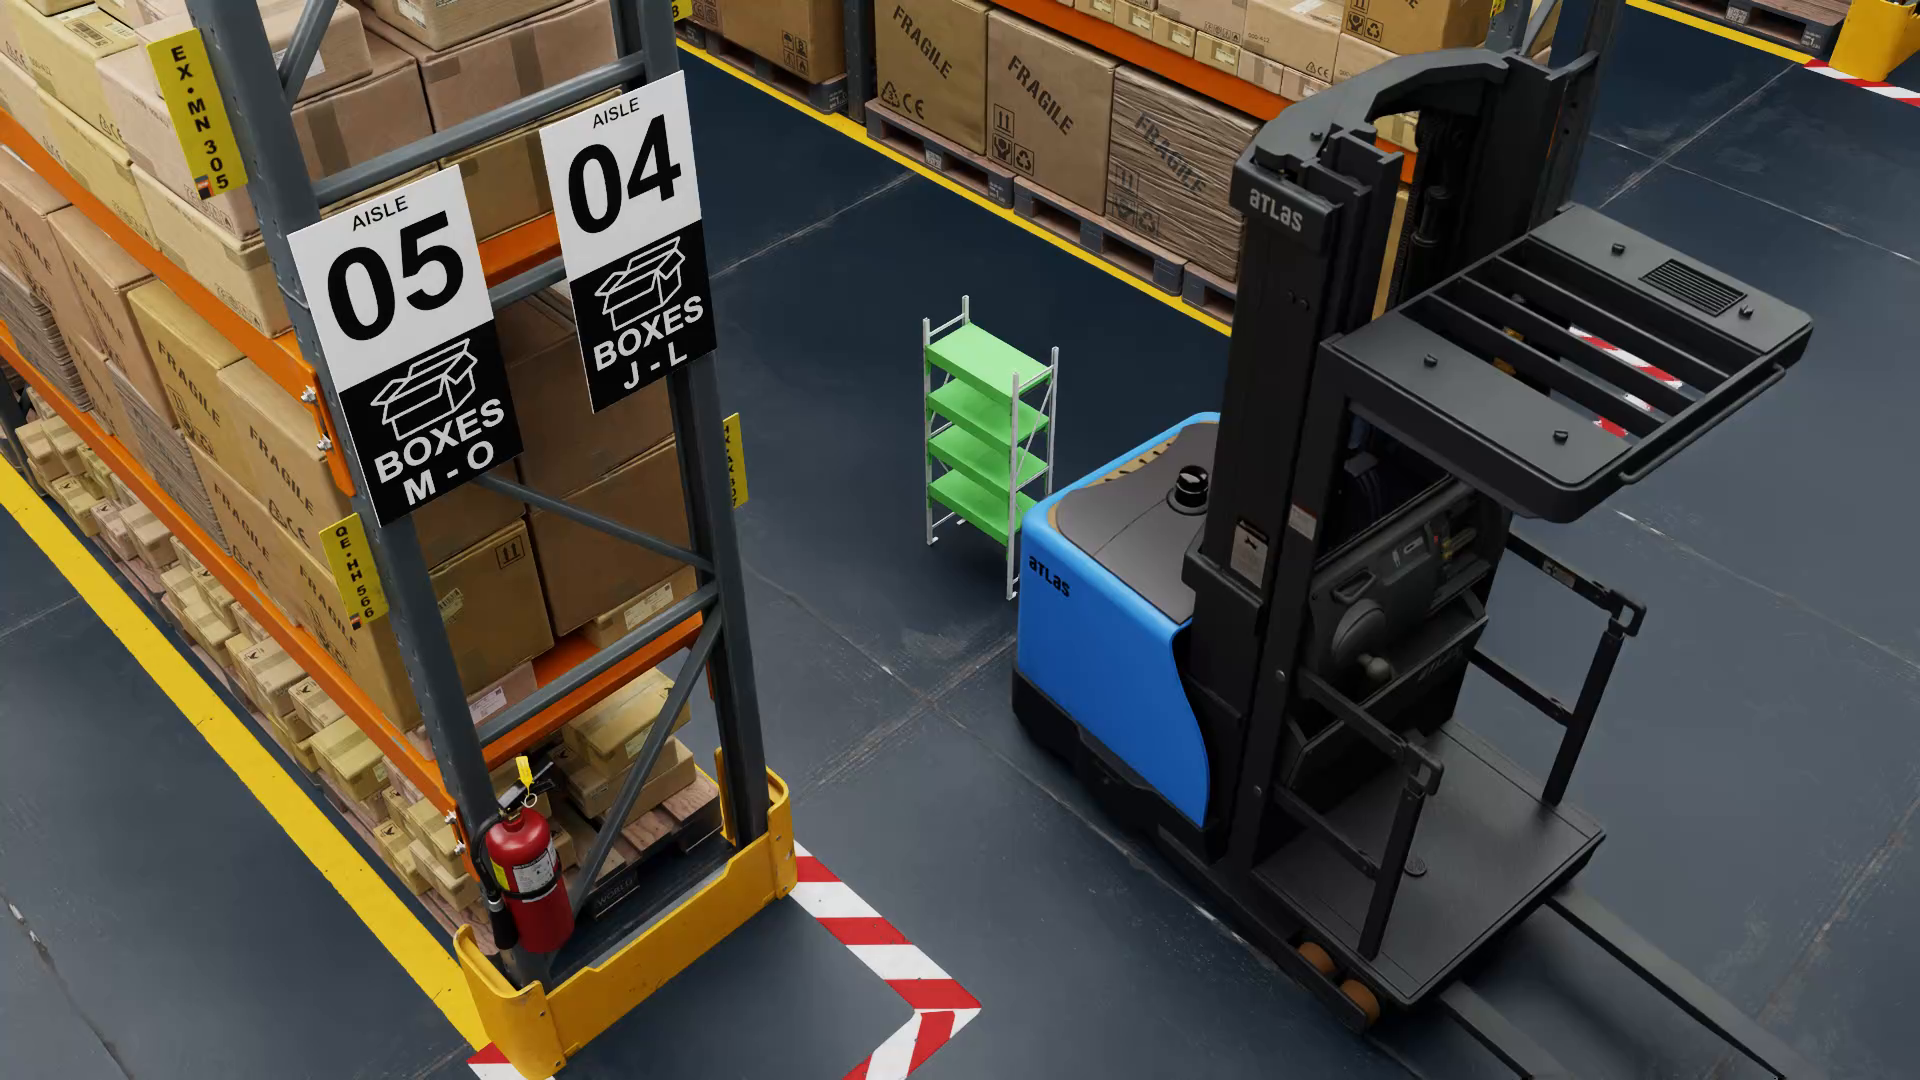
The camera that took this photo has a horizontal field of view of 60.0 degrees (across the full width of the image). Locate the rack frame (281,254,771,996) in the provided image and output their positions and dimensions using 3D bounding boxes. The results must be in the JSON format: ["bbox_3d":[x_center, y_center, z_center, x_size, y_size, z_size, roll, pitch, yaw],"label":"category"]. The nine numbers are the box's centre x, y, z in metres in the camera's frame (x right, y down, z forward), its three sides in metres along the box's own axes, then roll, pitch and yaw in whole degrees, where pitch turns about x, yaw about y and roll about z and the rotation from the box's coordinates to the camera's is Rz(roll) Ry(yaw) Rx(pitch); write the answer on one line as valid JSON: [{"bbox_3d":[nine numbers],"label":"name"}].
[{"bbox_3d":[-1.042,0.364,4.763,1.000,3.000,0.127,-34,53,-31],"label":"rack frame"}]

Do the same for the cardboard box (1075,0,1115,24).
[{"bbox_3d":[0.791,-2.744,8.312,0.250,0.149,0.380,33,52,30],"label":"cardboard box"}]

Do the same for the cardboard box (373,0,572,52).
[{"bbox_3d":[-1.110,-1.277,3.778,0.250,0.149,0.380,34,52,31],"label":"cardboard box"}]

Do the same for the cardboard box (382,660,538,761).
[{"bbox_3d":[-1.473,0.435,4.871,0.380,0.149,0.250,-34,53,-31],"label":"cardboard box"}]

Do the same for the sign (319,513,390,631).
[{"bbox_3d":[-1.449,0.079,3.985,0.100,0.325,0.005,-34,53,-31],"label":"sign"}]

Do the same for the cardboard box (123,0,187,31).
[{"bbox_3d":[-1.605,-1.187,3.679,0.380,0.149,0.250,-33,52,-31],"label":"cardboard box"}]

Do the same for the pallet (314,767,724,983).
[{"bbox_3d":[-1.645,0.944,6.190,1.003,0.211,1.213,-34,53,-31],"label":"pallet"}]

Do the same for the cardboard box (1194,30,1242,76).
[{"bbox_3d":[1.334,-2.376,7.913,0.250,0.149,0.380,33,52,31],"label":"cardboard box"}]

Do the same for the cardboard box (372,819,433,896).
[{"bbox_3d":[-1.815,1.029,5.835,0.380,0.149,0.250,-32,52,-30],"label":"cardboard box"}]

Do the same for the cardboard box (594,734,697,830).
[{"bbox_3d":[-1.186,0.852,6.027,0.380,0.149,0.250,-33,52,-31],"label":"cardboard box"}]

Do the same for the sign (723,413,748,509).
[{"bbox_3d":[-0.658,-0.214,4.751,0.100,0.325,0.005,-34,53,-31],"label":"sign"}]

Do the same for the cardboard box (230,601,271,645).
[{"bbox_3d":[-2.480,0.257,6.232,0.250,0.149,0.380,32,52,30],"label":"cardboard box"}]

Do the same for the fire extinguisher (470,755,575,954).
[{"bbox_3d":[-1.191,0.872,4.546,0.296,0.674,0.183,-34,53,-31],"label":"fire extinguisher"}]

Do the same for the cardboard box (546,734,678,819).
[{"bbox_3d":[-1.230,0.773,5.893,0.380,0.149,0.250,-32,51,-30],"label":"cardboard box"}]

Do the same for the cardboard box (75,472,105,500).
[{"bbox_3d":[-3.595,-0.368,7.128,0.380,0.149,0.250,-34,52,-31],"label":"cardboard box"}]

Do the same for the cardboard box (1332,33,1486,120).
[{"bbox_3d":[2.011,-2.124,7.347,0.500,0.250,0.500,33,52,31],"label":"cardboard box"}]

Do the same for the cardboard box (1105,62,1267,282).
[{"bbox_3d":[1.390,-2.045,8.626,0.875,0.875,0.875,-34,53,-31],"label":"cardboard box"}]

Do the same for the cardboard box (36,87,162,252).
[{"bbox_3d":[-1.916,-1.016,4.157,0.500,0.250,0.500,-34,52,-31],"label":"cardboard box"}]

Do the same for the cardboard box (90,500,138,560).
[{"bbox_3d":[-3.437,-0.114,7.071,0.250,0.149,0.380,34,52,31],"label":"cardboard box"}]

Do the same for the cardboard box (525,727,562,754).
[{"bbox_3d":[-1.451,0.549,5.916,0.380,0.149,0.250,-33,52,-31],"label":"cardboard box"}]

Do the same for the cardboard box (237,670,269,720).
[{"bbox_3d":[-2.527,0.515,6.391,0.380,0.149,0.250,-33,52,-31],"label":"cardboard box"}]

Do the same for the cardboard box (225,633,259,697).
[{"bbox_3d":[-2.528,0.407,6.288,0.380,0.149,0.250,-31,51,-29],"label":"cardboard box"}]

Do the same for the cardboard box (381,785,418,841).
[{"bbox_3d":[-1.763,0.879,5.777,0.250,0.149,0.380,33,52,31],"label":"cardboard box"}]

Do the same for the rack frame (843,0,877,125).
[{"bbox_3d":[-0.284,-3.886,9.363,1.000,3.000,0.127,-34,53,-31],"label":"rack frame"}]

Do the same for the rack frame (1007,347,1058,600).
[{"bbox_3d":[0.289,-0.244,6.747,0.240,1.200,0.015,-34,53,-31],"label":"rack frame"}]

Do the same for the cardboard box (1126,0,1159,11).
[{"bbox_3d":[0.923,-2.861,8.145,0.500,0.250,0.500,-34,52,-31],"label":"cardboard box"}]

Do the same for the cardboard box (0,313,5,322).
[{"bbox_3d":[-3.341,-1.111,6.066,0.500,0.500,0.500,-34,53,-31],"label":"cardboard box"}]

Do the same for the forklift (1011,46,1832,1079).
[{"bbox_3d":[1.529,0.177,5.017,1.130,2.935,3.031,-29,50,-28],"label":"forklift"}]

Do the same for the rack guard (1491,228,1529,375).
[{"bbox_3d":[2.558,-1.035,8.119,1.175,0.500,0.348,-34,53,-31],"label":"rack guard"}]

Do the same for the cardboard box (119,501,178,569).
[{"bbox_3d":[-3.082,-0.084,6.601,0.380,0.149,0.250,-33,52,-30],"label":"cardboard box"}]

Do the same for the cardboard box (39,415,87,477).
[{"bbox_3d":[-3.618,-0.458,7.006,0.380,0.149,0.250,-31,51,-29],"label":"cardboard box"}]

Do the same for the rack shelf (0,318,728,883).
[{"bbox_3d":[-2.455,-0.333,6.047,1.077,0.370,4.000,-34,53,-31],"label":"rack shelf"}]

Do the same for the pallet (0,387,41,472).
[{"bbox_3d":[-4.418,-0.907,8.194,1.003,0.211,1.213,-34,53,-31],"label":"pallet"}]

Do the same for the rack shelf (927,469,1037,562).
[{"bbox_3d":[0.117,-0.138,7.080,0.258,0.148,0.480,-34,53,-31],"label":"rack shelf"}]

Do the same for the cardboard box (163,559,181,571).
[{"bbox_3d":[-3.032,0.006,6.723,0.380,0.149,0.250,-32,51,-30],"label":"cardboard box"}]

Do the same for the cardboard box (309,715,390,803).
[{"bbox_3d":[-2.005,0.694,5.759,0.250,0.149,0.380,33,52,31],"label":"cardboard box"}]

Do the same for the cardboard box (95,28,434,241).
[{"bbox_3d":[-1.548,-0.965,3.734,0.500,0.250,0.500,33,52,30],"label":"cardboard box"}]

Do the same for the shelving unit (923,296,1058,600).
[{"bbox_3d":[0.117,-0.361,6.874,0.258,1.200,0.503,-34,53,-31],"label":"shelving unit"}]

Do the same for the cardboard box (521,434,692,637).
[{"bbox_3d":[-1.164,-0.130,5.005,0.500,0.500,0.500,-32,51,-30],"label":"cardboard box"}]

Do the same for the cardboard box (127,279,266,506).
[{"bbox_3d":[-1.899,-0.493,4.661,0.500,0.500,0.500,32,52,30],"label":"cardboard box"}]

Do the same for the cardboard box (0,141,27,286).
[{"bbox_3d":[-3.010,-1.239,5.468,0.500,0.500,0.500,-33,52,-31],"label":"cardboard box"}]

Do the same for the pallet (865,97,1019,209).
[{"bbox_3d":[0.198,-2.459,9.873,1.003,0.211,1.213,-34,53,-31],"label":"pallet"}]

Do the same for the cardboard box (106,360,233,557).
[{"bbox_3d":[-2.267,-0.363,5.258,0.500,0.500,0.500,-34,52,-31],"label":"cardboard box"}]

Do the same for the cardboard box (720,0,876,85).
[{"bbox_3d":[-0.750,-3.558,10.264,1.225,0.875,0.875,-34,52,-31],"label":"cardboard box"}]

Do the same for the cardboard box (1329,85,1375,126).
[{"bbox_3d":[1.872,-2.010,7.517,0.380,0.149,0.250,-34,52,-31],"label":"cardboard box"}]
